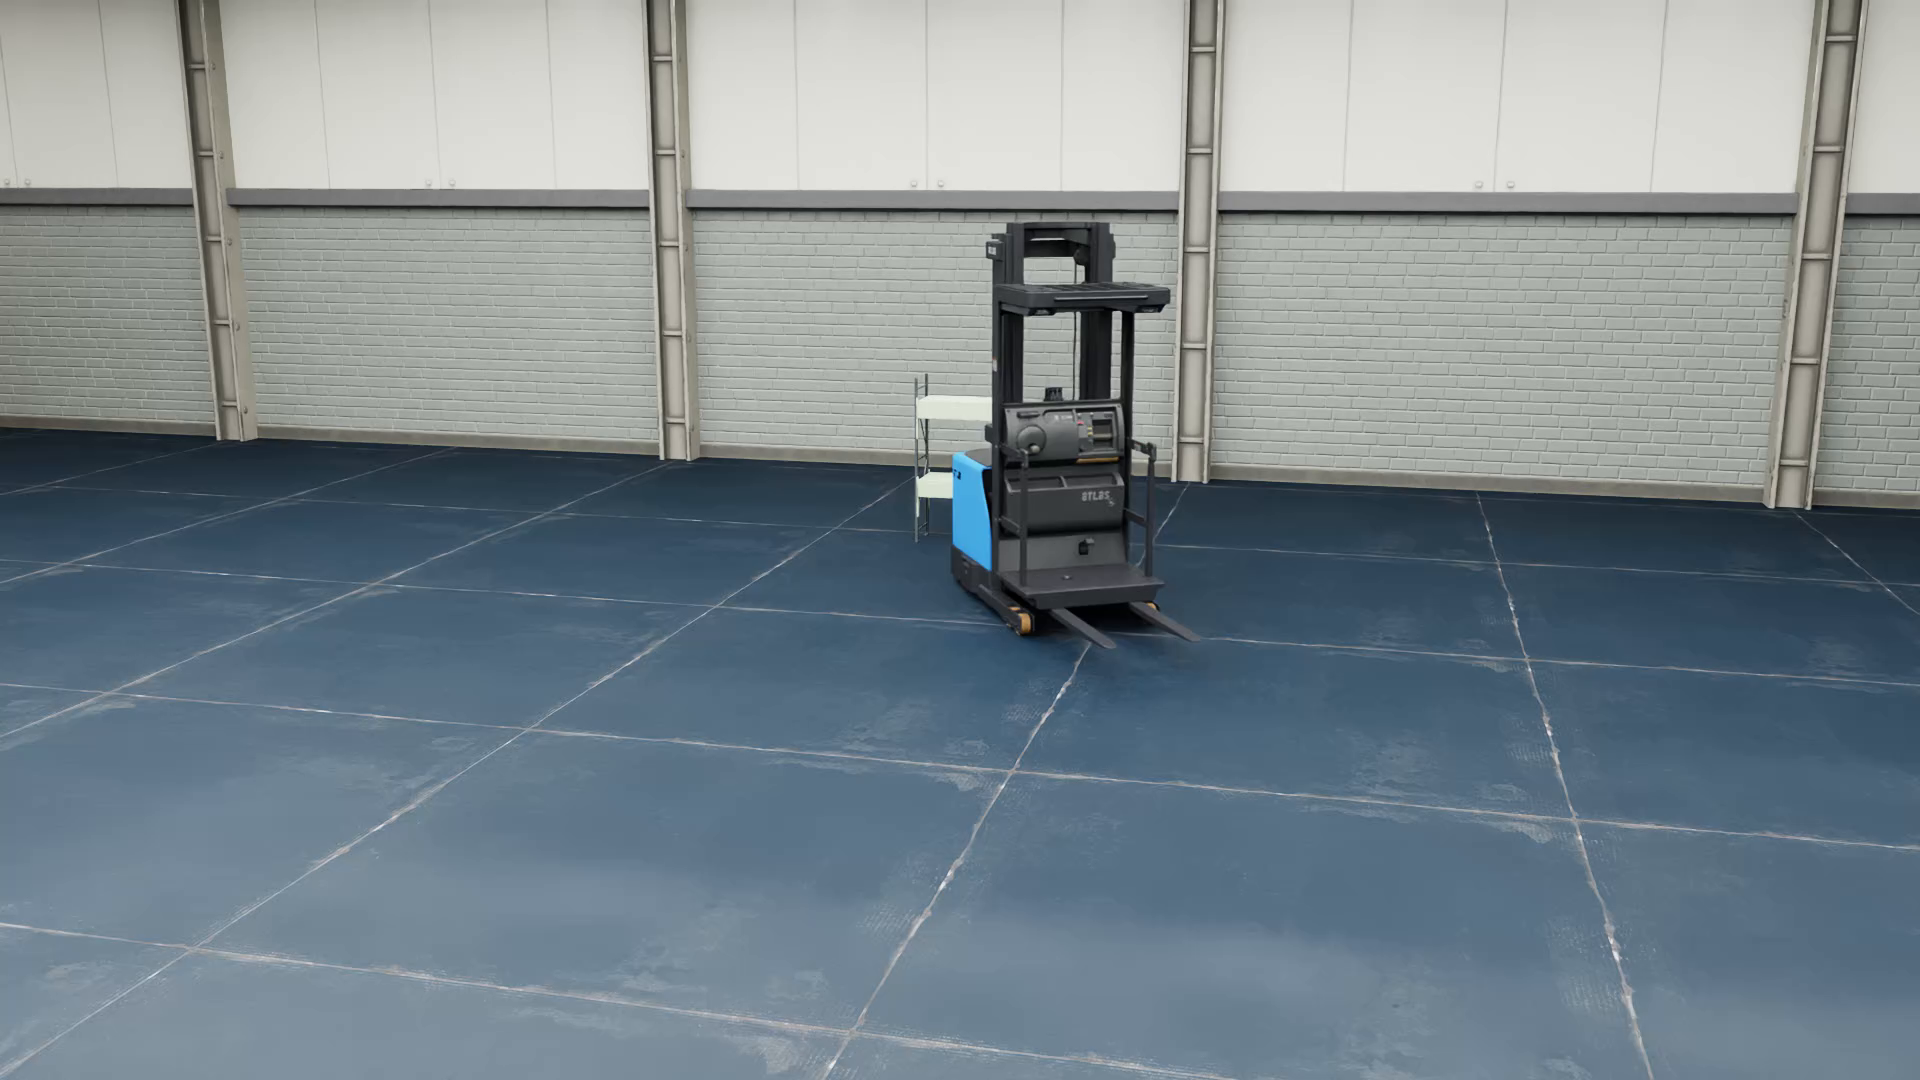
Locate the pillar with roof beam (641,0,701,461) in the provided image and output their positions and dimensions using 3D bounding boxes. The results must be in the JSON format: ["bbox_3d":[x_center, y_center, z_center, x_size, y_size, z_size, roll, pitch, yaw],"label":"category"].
[{"bbox_3d":[-4.330,-4.455,14.556,0.400,9.000,9.100,3,13,14],"label":"pillar with roof beam"}]

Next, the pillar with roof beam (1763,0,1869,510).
[{"bbox_3d":[7.321,-3.833,11.749,0.400,9.000,9.100,3,13,14],"label":"pillar with roof beam"}]

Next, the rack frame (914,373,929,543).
[{"bbox_3d":[-0.349,-0.751,15.172,0.023,1.500,0.400,3,13,14],"label":"rack frame"}]

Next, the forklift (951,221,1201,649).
[{"bbox_3d":[0.850,-0.831,12.229,1.130,2.935,3.031,-4,13,-17],"label":"forklift"}]

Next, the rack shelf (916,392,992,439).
[{"bbox_3d":[0.006,-1.113,15.001,0.720,0.370,0.431,3,13,14],"label":"rack shelf"}]

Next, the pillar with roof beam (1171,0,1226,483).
[{"bbox_3d":[1.496,-4.144,13.153,0.400,9.000,9.100,3,13,14],"label":"pillar with roof beam"}]

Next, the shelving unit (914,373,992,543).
[{"bbox_3d":[0.006,-0.732,15.086,0.755,1.500,0.431,3,13,14],"label":"shelving unit"}]

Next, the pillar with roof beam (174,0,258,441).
[{"bbox_3d":[-10.155,-4.767,15.959,0.400,9.000,9.100,3,13,14],"label":"pillar with roof beam"}]

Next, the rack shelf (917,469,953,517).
[{"bbox_3d":[0.006,-0.414,15.157,0.720,0.370,0.431,3,13,14],"label":"rack shelf"}]
